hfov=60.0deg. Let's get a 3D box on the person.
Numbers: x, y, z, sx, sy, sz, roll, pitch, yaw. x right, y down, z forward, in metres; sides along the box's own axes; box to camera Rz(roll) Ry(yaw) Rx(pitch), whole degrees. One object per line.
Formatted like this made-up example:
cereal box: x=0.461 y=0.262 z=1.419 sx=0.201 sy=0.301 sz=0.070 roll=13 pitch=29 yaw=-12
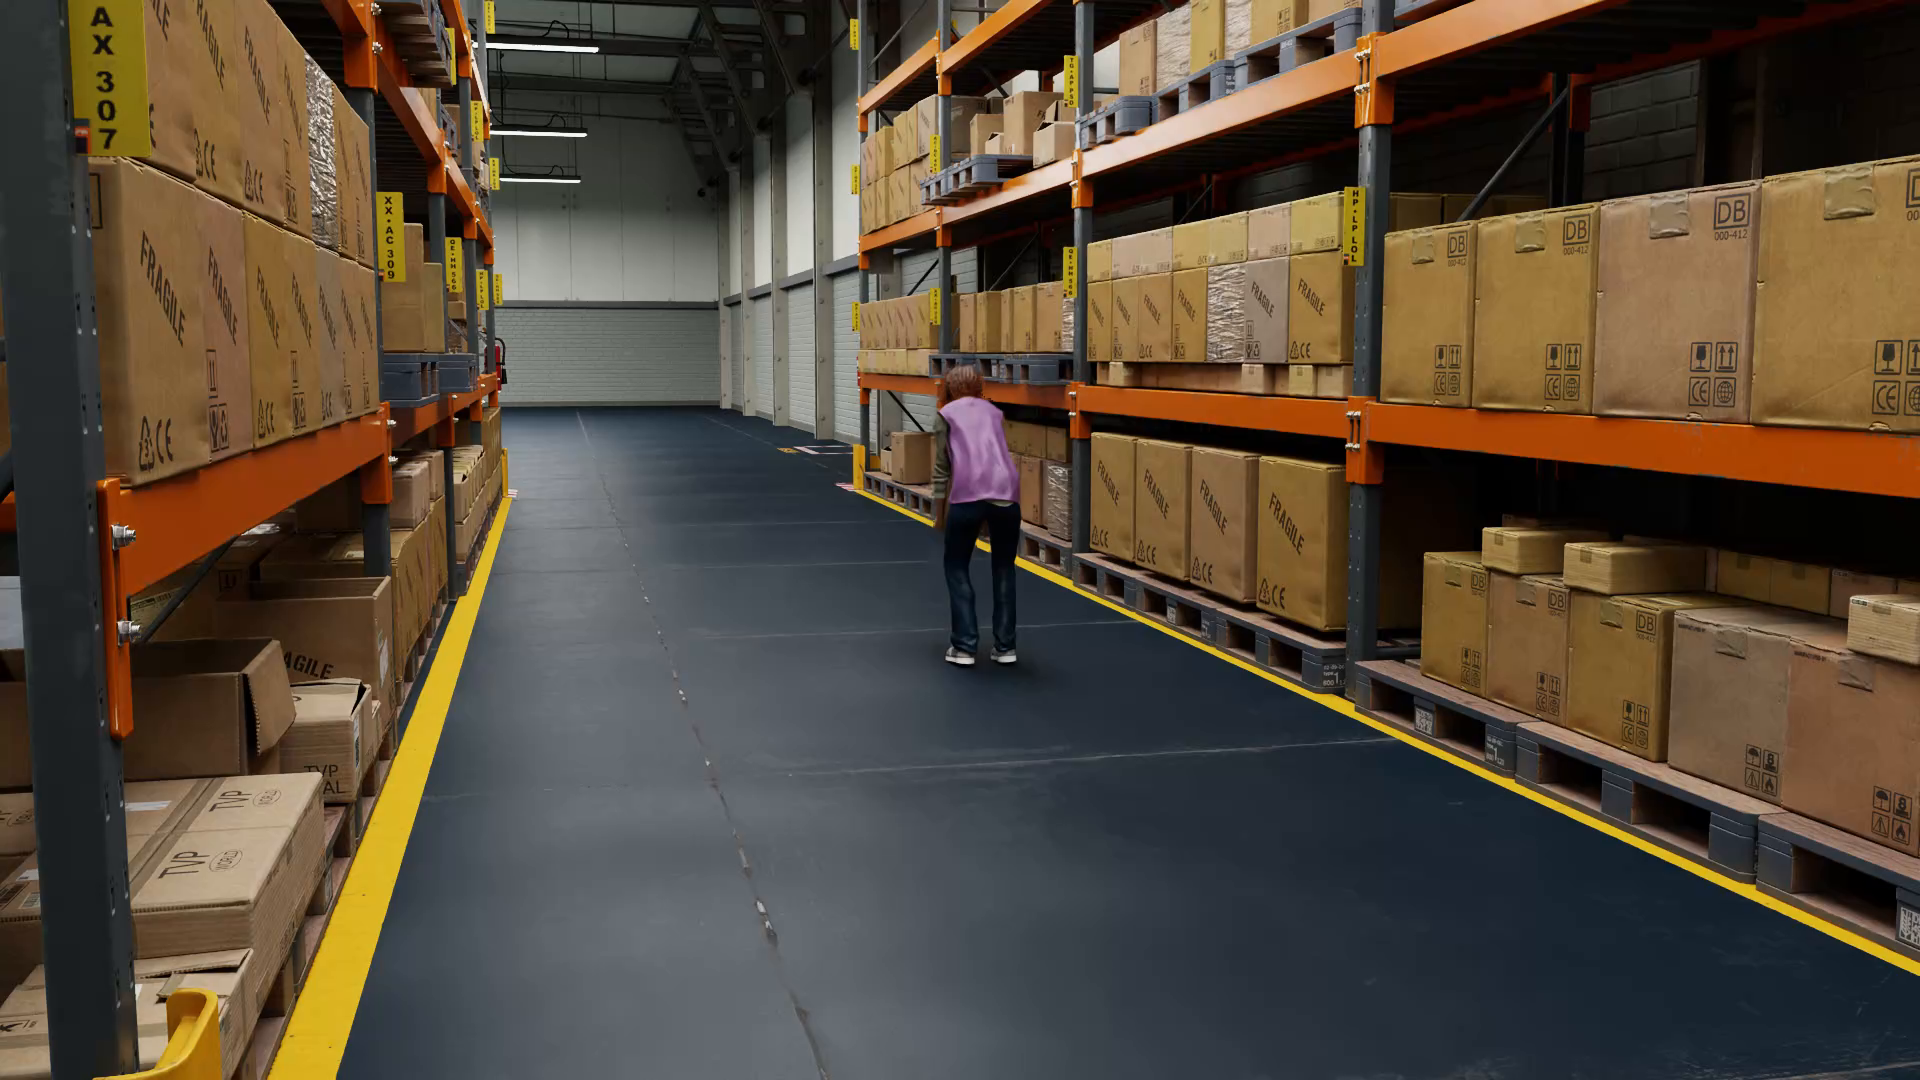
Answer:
person: x=0.077 y=-0.123 z=8.202 sx=0.380 sy=1.444 sz=0.646 roll=-2 pitch=7 yaw=-15
